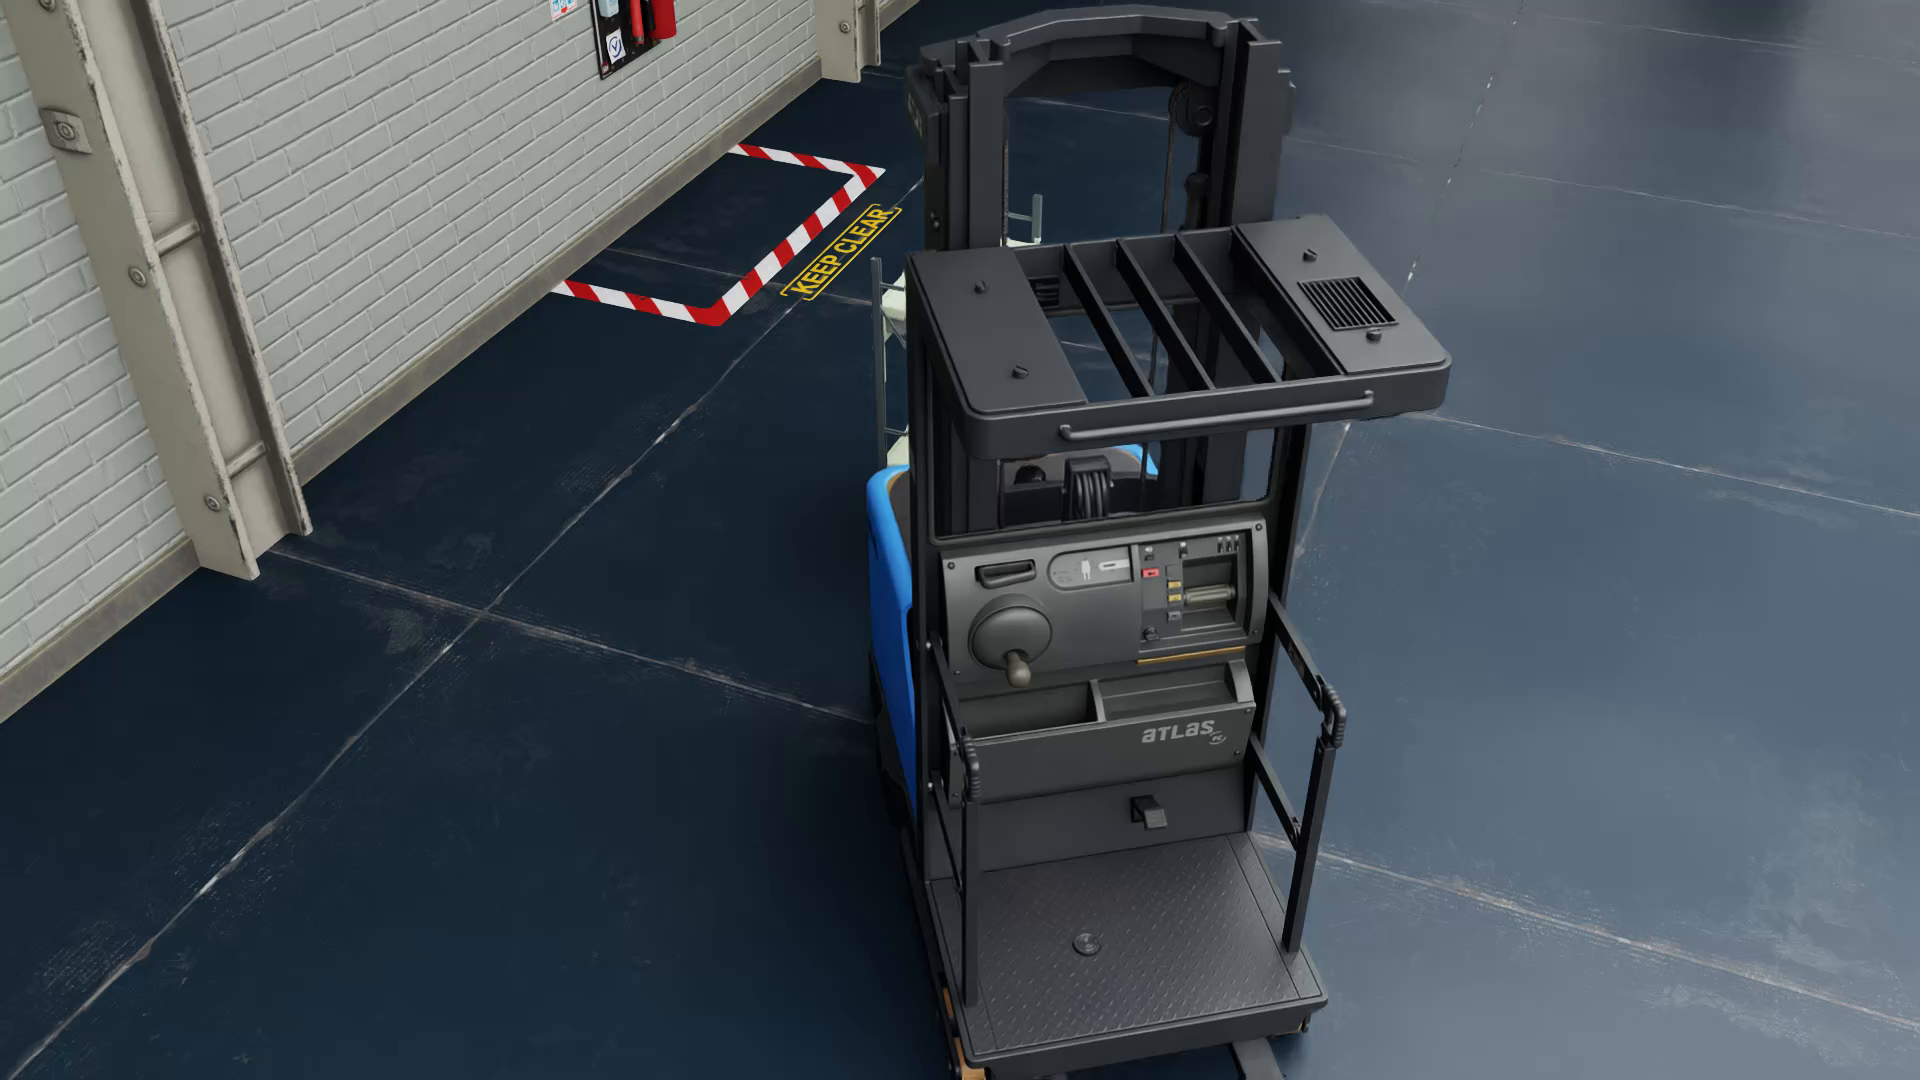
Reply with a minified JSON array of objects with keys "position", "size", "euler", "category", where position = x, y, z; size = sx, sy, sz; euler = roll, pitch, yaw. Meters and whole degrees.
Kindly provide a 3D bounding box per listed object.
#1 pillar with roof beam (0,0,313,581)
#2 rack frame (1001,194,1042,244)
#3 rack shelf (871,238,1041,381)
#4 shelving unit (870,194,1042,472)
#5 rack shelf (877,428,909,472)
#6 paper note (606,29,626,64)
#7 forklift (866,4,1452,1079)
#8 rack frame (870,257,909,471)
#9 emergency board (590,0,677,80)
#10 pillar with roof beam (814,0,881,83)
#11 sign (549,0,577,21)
[{"position":[0.924,-2.596,3.207],"size":[9.100,9.000,0.400],"euler":[14,39,18],"category":"pillar with roof beam"},{"position":[0.137,-0.800,7.067],"size":[0.400,1.500,0.023],"euler":[14,39,18],"category":"rack frame"},{"position":[-0.003,-0.910,6.562],"size":[0.431,0.370,0.720],"euler":[14,39,18],"category":"rack shelf"},{"position":[-0.003,-0.597,6.796],"size":[0.431,1.500,0.755],"euler":[14,39,18],"category":"shelving unit"},{"position":[-0.003,-0.336,6.991],"size":[0.431,0.370,0.720],"euler":[14,39,18],"category":"rack shelf"},{"position":[-1.881,-2.701,9.094],"size":[0.016,0.148,0.142],"euler":[14,39,18],"category":"paper note"},{"position":[0.457,0.240,4.481],"size":[1.130,2.935,3.031],"euler":[-7,37,-9],"category":"forklift"},{"position":[-0.142,-0.394,6.525],"size":[0.400,1.500,0.023],"euler":[14,39,18],"category":"rack frame"},{"position":[-1.750,-3.136,8.940],"size":[0.194,1.169,0.643],"euler":[14,39,18],"category":"emergency board"},{"position":[3.207,-5.918,7.651],"size":[9.100,9.000,0.400],"euler":[14,39,18],"category":"pillar with roof beam"},{"position":[-2.056,-2.868,8.552],"size":[0.001,0.329,0.234],"euler":[14,39,18],"category":"sign"}]
